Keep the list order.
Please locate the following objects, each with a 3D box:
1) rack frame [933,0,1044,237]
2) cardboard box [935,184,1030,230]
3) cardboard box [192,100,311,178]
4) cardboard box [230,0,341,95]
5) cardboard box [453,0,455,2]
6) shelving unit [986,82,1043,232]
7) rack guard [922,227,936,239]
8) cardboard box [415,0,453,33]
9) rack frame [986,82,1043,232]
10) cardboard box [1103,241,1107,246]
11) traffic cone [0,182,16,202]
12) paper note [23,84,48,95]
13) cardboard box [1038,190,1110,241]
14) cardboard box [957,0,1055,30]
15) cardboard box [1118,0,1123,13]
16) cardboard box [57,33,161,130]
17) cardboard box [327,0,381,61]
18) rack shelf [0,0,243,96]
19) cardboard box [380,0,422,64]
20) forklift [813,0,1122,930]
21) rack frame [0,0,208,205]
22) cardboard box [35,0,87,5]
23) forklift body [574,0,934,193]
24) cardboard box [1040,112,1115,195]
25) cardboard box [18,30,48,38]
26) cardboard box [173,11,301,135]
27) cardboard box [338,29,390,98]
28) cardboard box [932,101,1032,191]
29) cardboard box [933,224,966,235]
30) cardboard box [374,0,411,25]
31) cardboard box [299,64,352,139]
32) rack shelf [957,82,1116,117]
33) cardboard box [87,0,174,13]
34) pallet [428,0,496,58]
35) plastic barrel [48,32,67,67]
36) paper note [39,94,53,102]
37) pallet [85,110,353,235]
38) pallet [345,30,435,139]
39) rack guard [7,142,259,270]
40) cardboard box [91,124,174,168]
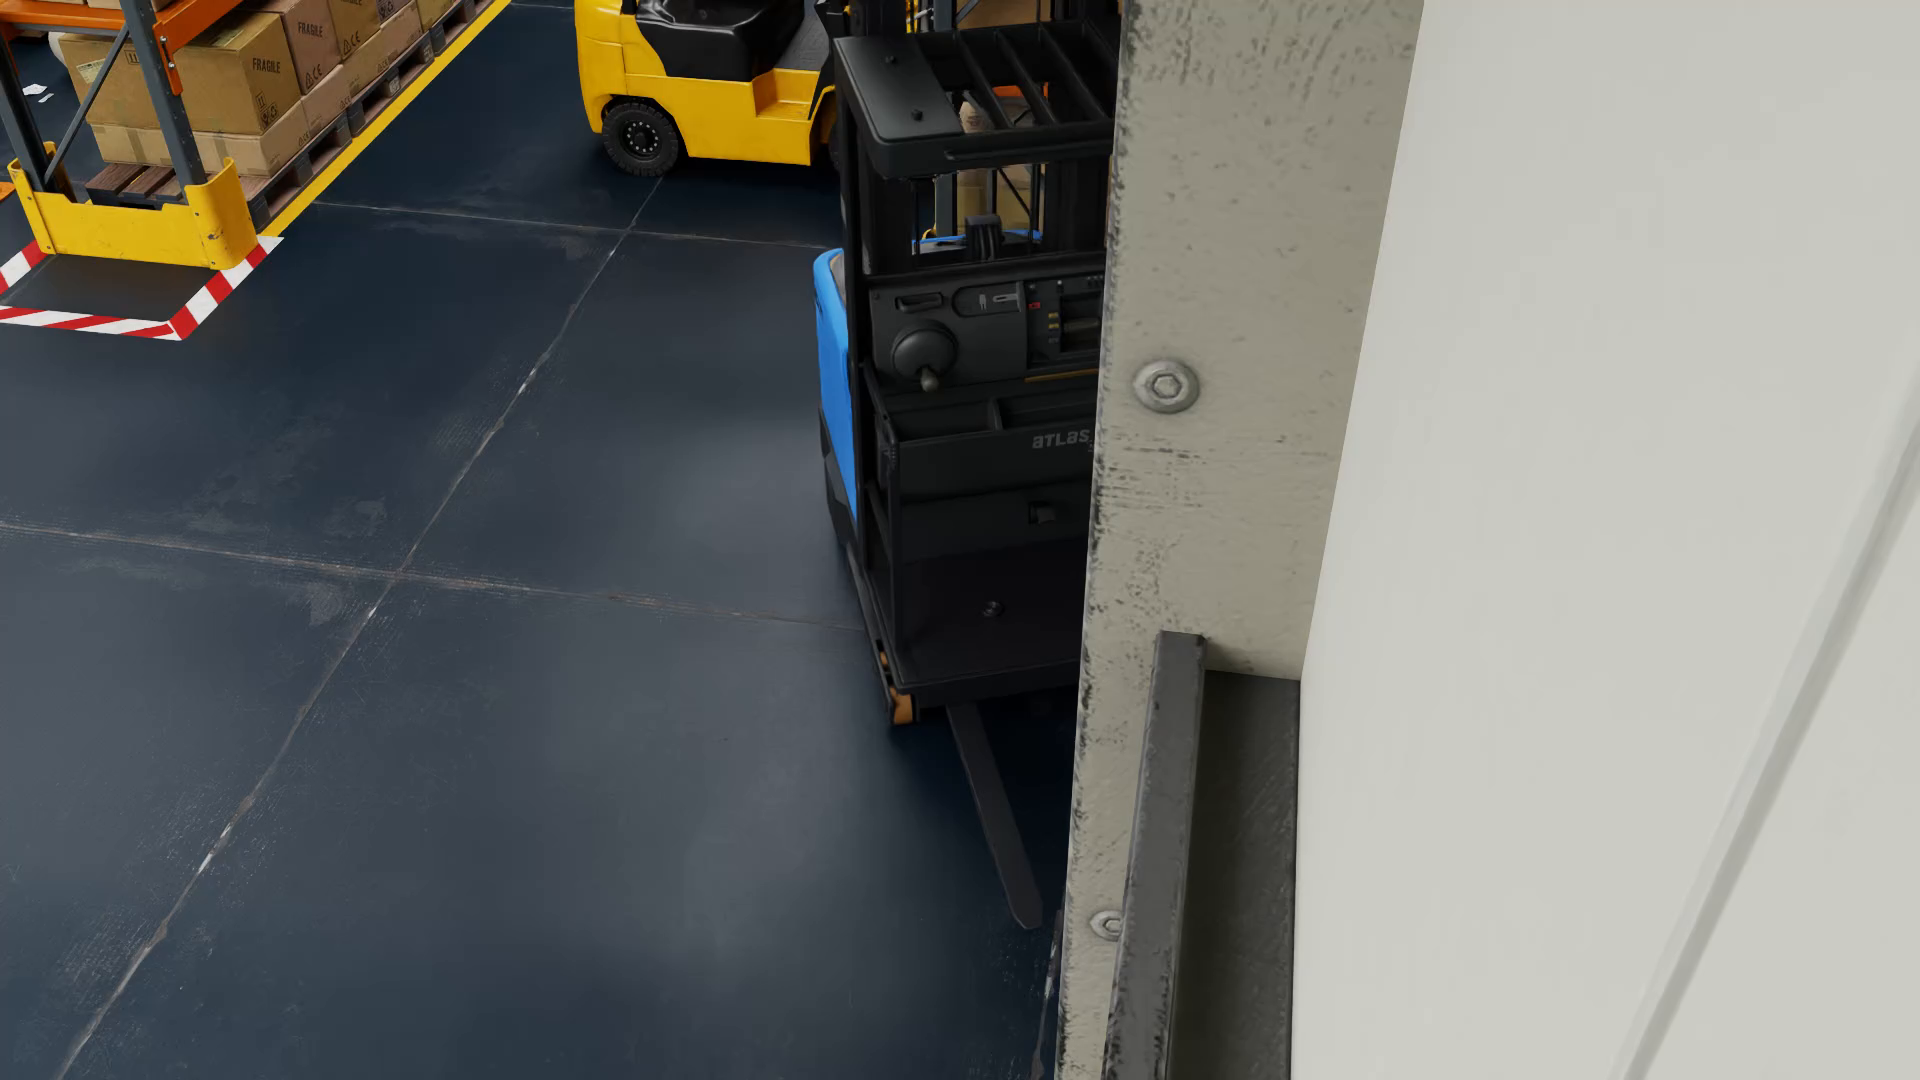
[{"bbox_3d":[0.383,-2.194,7.549,1.000,3.000,0.127,6,40,8],"label":"rack frame"},{"bbox_3d":[0.160,-1.828,8.543,0.500,0.250,0.500,6,40,7],"label":"cardboard box"},{"bbox_3d":[-4.094,-2.317,9.526,0.500,0.250,0.500,6,40,7],"label":"cardboard box"},{"bbox_3d":[-4.004,-2.949,9.703,0.500,0.500,0.500,5,40,6],"label":"cardboard box"},{"bbox_3d":[-3.651,-3.951,11.502,0.500,0.250,0.500,8,40,10],"label":"cardboard box"},{"bbox_3d":[0.693,-1.192,7.514,1.048,1.500,0.538,18,43,21],"label":"shelving unit"},{"bbox_3d":[0.379,-1.215,8.328,1.175,0.500,0.348,6,40,8],"label":"rack guard"},{"bbox_3d":[-3.734,-3.615,11.097,0.500,0.250,0.500,5,40,6],"label":"cardboard box"},{"bbox_3d":[0.243,-1.342,7.696,0.032,1.500,0.500,18,43,21],"label":"rack frame"},{"bbox_3d":[0.661,-1.583,8.638,0.500,0.250,0.500,7,40,8],"label":"cardboard box"},{"bbox_3d":[-5.702,-2.173,9.515,0.336,0.463,0.334,6,40,8],"label":"traffic cone"},{"bbox_3d":[-6.008,-2.919,10.766,0.148,0.019,0.142,20,44,23],"label":"paper note"},{"bbox_3d":[0.669,-1.761,8.462,0.500,0.250,0.500,7,40,8],"label":"cardboard box"},{"bbox_3d":[0.210,-2.570,7.926,0.500,0.500,0.500,6,40,7],"label":"cardboard box"},{"bbox_3d":[0.743,-2.513,7.856,0.500,0.500,0.500,8,40,9],"label":"cardboard box"},{"bbox_3d":[-4.624,-2.661,9.355,0.500,0.500,0.500,7,40,8],"label":"cardboard box"},{"bbox_3d":[-3.910,-3.263,10.083,0.500,0.500,0.500,7,40,9],"label":"cardboard box"},{"bbox_3d":[-4.160,-3.717,9.956,1.077,0.370,4.000,6,40,8],"label":"rack shelf"},{"bbox_3d":[-3.826,-3.297,10.712,0.500,0.250,0.500,7,40,8],"label":"cardboard box"},{"bbox_3d":[0.193,-0.687,5.780,1.130,2.935,3.031,-8,40,-10],"label":"forklift"},{"bbox_3d":[-4.506,-2.739,8.208,1.000,3.000,0.127,6,40,8],"label":"rack frame"},{"bbox_3d":[-4.652,-2.900,8.601,0.380,0.149,0.250,8,40,9],"label":"cardboard box"},{"bbox_3d":[-1.085,-3.258,9.502,2.313,2.155,1.214,6,40,8],"label":"forklift body"},{"bbox_3d":[0.653,-1.962,8.313,0.500,0.250,0.500,6,40,7],"label":"cardboard box"},{"bbox_3d":[-6.542,-3.798,11.343,0.797,0.637,0.503,6,40,8],"label":"cardboard box"},{"bbox_3d":[-4.091,-2.621,9.305,0.500,0.500,0.500,5,40,6],"label":"cardboard box"},{"bbox_3d":[-3.916,-2.980,10.329,0.500,0.250,0.500,9,40,11],"label":"cardboard box"},{"bbox_3d":[0.156,-2.005,8.364,0.500,0.250,0.500,8,40,9],"label":"cardboard box"},{"bbox_3d":[0.154,-1.626,8.690,0.500,0.250,0.500,7,40,8],"label":"cardboard box"},{"bbox_3d":[-3.825,-3.600,10.489,0.500,0.500,0.500,8,40,10],"label":"cardboard box"},{"bbox_3d":[-3.998,-2.636,9.913,0.500,0.250,0.500,8,40,9],"label":"cardboard box"},{"bbox_3d":[0.729,-3.172,9.297,1.077,0.370,4.000,6,40,8],"label":"rack shelf"},{"bbox_3d":[-4.243,-2.832,8.519,0.380,0.149,0.250,7,40,8],"label":"cardboard box"},{"bbox_3d":[-3.895,-3.749,11.619,1.003,0.211,1.213,6,40,8],"label":"pallet"},{"bbox_3d":[-5.640,-3.209,10.799,0.421,0.421,0.512,-28,47,-30],"label":"plastic barrel"},{"bbox_3d":[-5.867,-2.839,10.676,0.032,0.001,0.123,6,40,8],"label":"paper note"},{"bbox_3d":[-4.318,-2.218,9.767,1.003,0.211,1.213,6,40,8],"label":"pallet"},{"bbox_3d":[-4.104,-2.981,10.690,1.003,0.211,1.213,6,40,8],"label":"pallet"},{"bbox_3d":[-4.493,-1.823,9.063,1.175,0.500,0.348,6,40,8],"label":"rack guard"},{"bbox_3d":[-4.627,-2.393,9.618,0.500,0.250,0.500,6,40,7],"label":"cardboard box"}]
